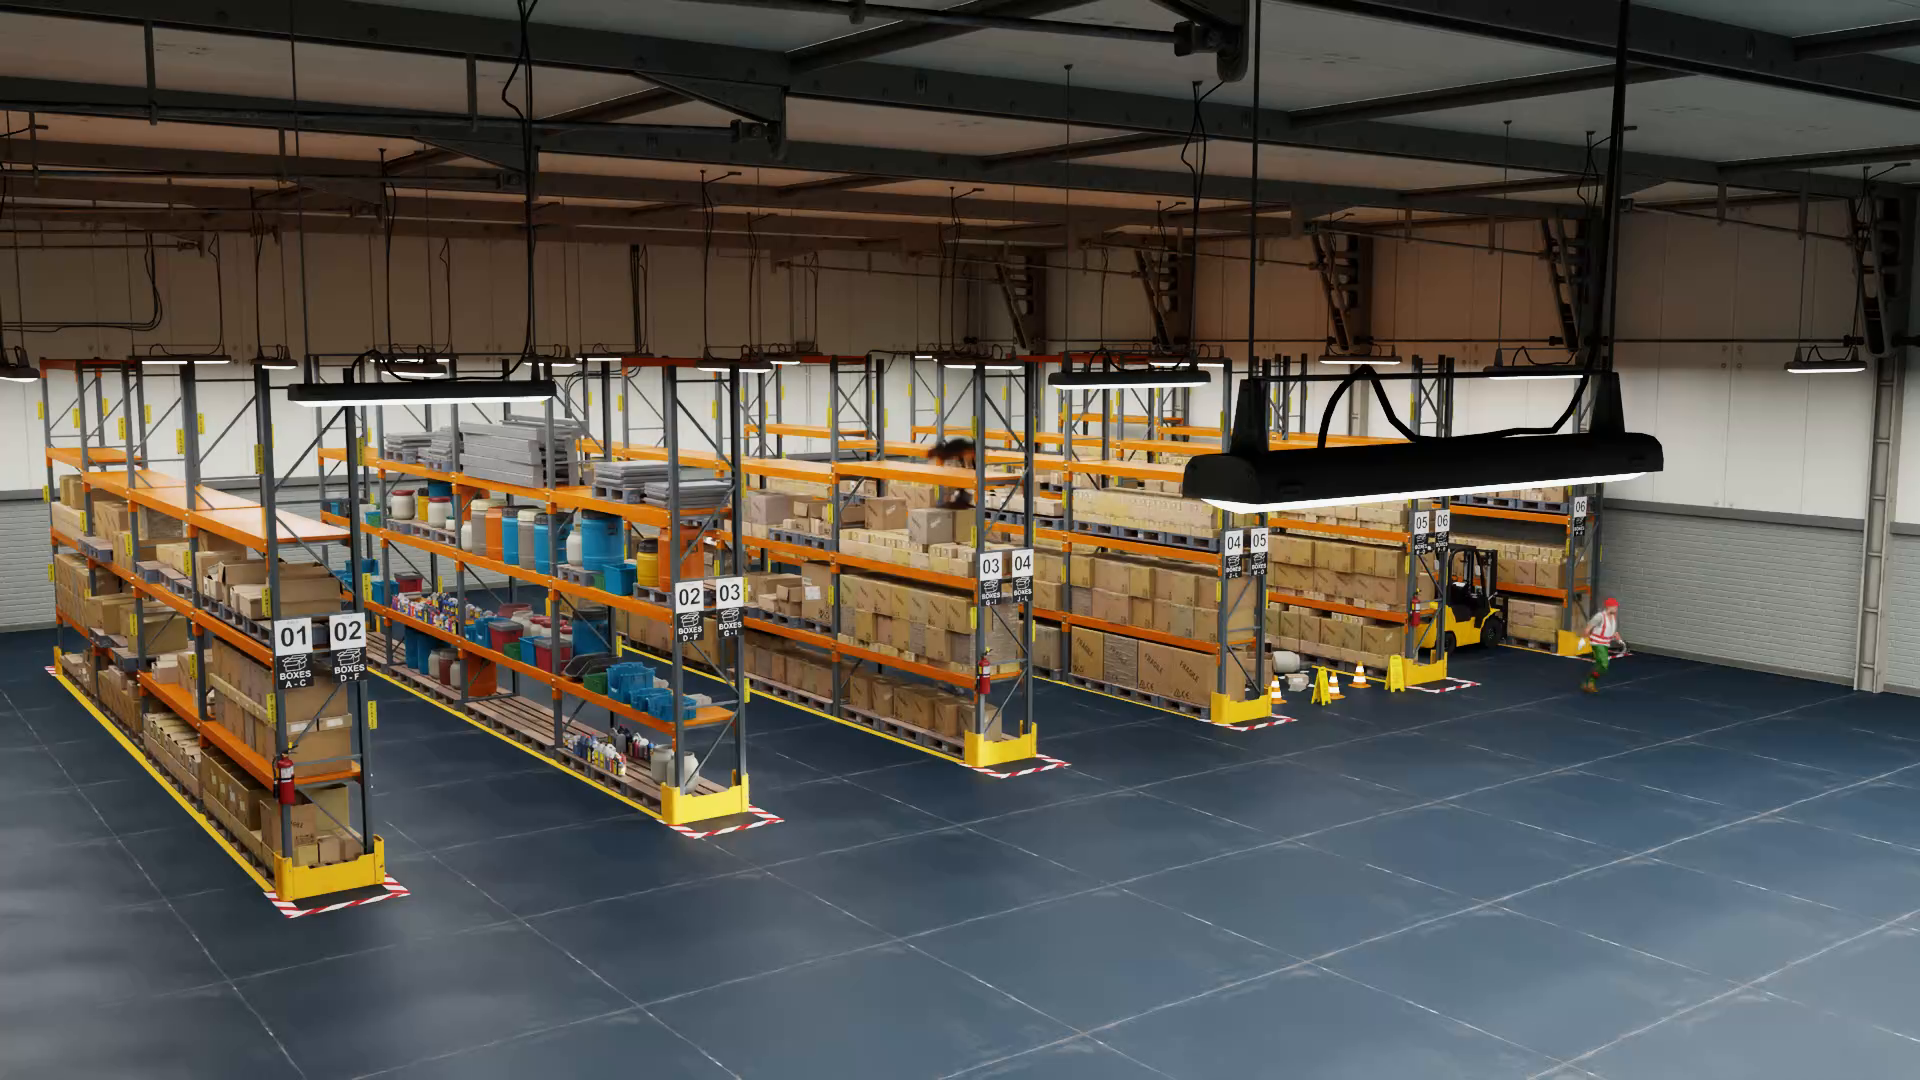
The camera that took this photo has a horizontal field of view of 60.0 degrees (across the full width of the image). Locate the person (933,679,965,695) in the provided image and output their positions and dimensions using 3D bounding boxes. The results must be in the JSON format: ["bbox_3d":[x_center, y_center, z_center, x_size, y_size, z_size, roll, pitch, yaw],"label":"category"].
[{"bbox_3d":[-0.149,1.909,29.856,0.629,1.790,0.852,-6,9,-41],"label":"person"}]

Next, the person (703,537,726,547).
[{"bbox_3d":[-6.054,0.571,40.810,0.684,1.809,0.703,0,7,-2],"label":"person"}]

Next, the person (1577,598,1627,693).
[{"bbox_3d":[11.496,1.893,29.792,0.664,1.731,0.698,-5,9,-37],"label":"person"}]
